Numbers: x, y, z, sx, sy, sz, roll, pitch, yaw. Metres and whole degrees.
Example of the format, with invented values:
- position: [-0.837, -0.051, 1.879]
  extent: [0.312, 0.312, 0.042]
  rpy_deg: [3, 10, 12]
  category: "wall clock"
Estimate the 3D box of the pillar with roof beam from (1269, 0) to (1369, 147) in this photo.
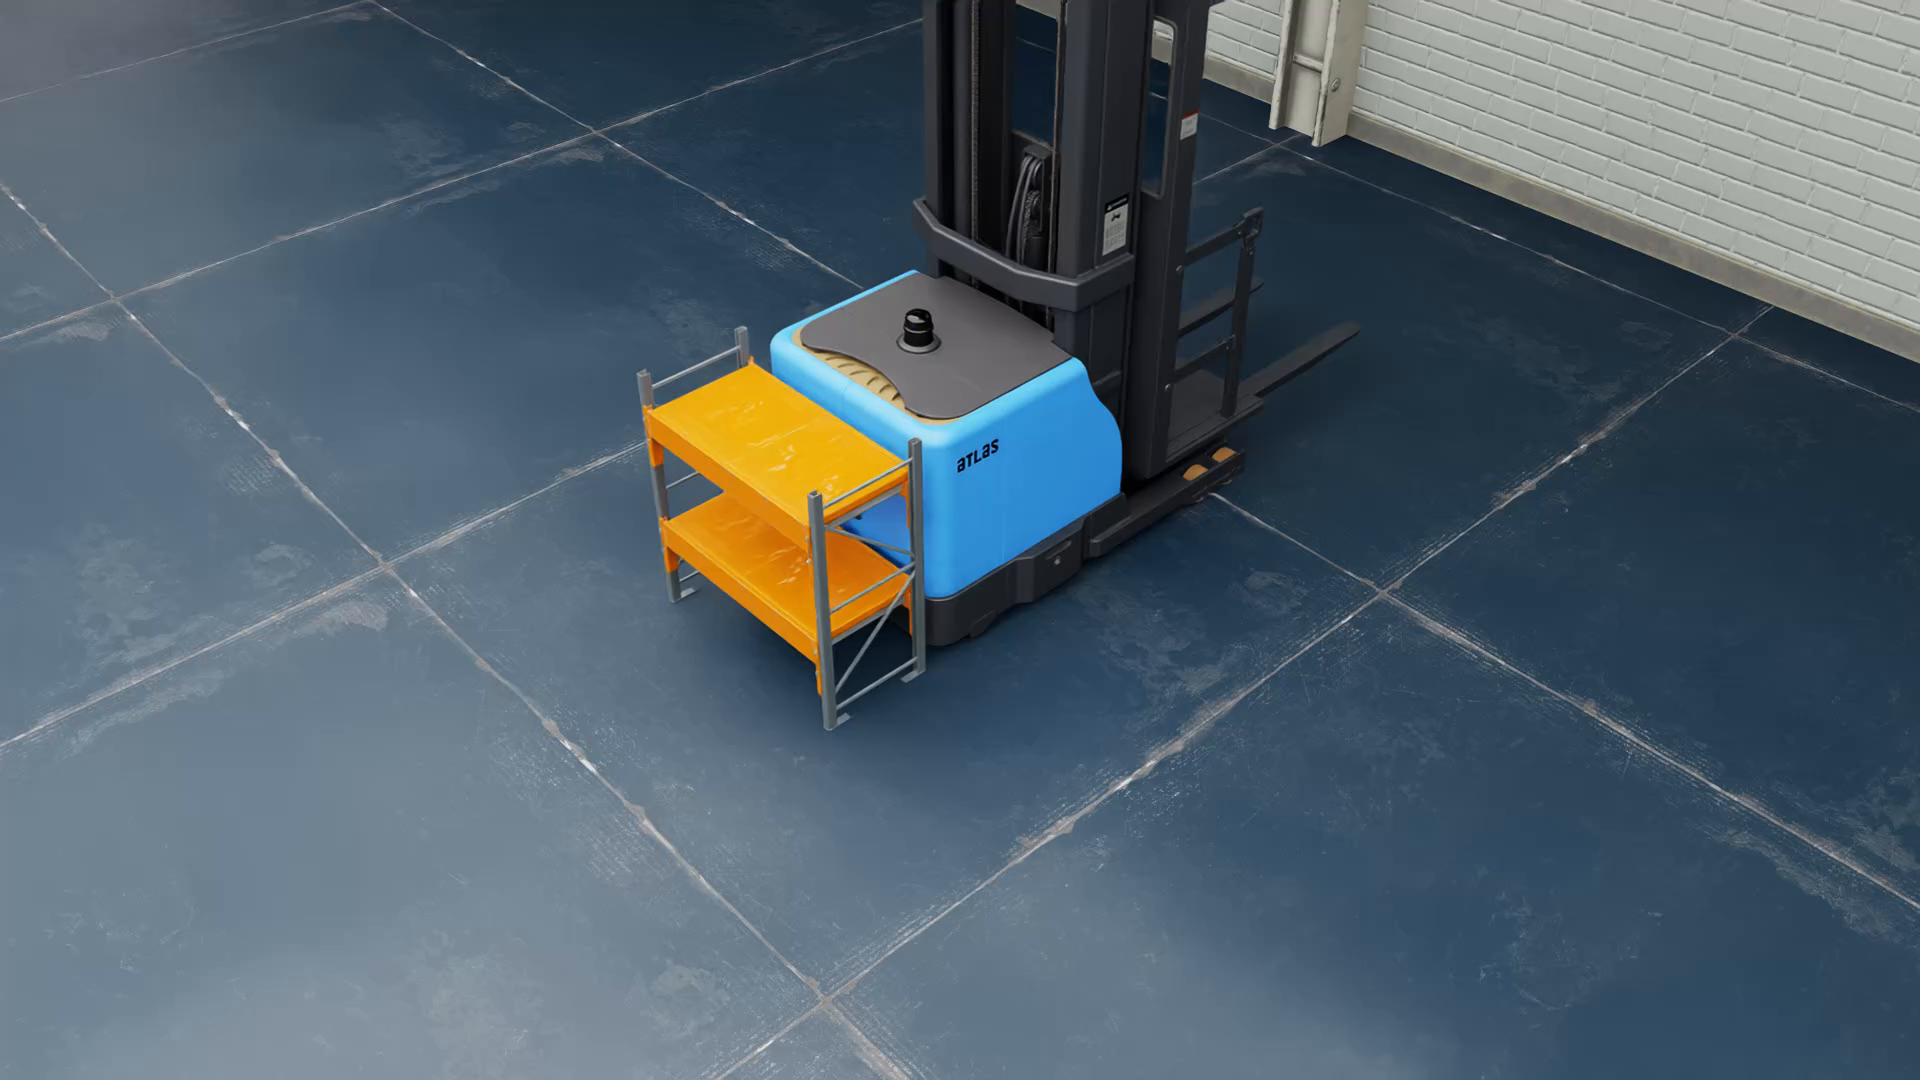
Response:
- position: [-0.984, -4.248, 5.347]
  extent: [9.100, 9.000, 0.400]
  rpy_deg: [-30, 48, -32]
  category: "pillar with roof beam"

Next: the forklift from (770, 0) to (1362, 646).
- position: [0.654, -1.526, 6.807]
  extent: [3.031, 2.935, 1.130]
  rpy_deg: [-31, 48, -32]
  category: "forklift"

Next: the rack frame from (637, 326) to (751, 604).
- position: [-1.020, -0.287, 6.710]
  extent: [0.500, 1.125, 0.032]
  rpy_deg: [-30, 48, -32]
  category: "rack frame"

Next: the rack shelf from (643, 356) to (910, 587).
- position: [-0.674, -0.280, 6.236]
  extent: [0.538, 0.278, 1.000]
  rpy_deg: [-30, 48, -32]
  category: "rack shelf"

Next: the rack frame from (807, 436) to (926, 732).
- position: [-0.328, 0.181, 6.130]
  extent: [0.500, 1.125, 0.032]
  rpy_deg: [-30, 48, -32]
  category: "rack frame"

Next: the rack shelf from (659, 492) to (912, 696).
- position: [-0.674, 0.138, 6.574]
  extent: [0.538, 0.278, 1.000]
  rpy_deg: [-30, 48, -32]
  category: "rack shelf"

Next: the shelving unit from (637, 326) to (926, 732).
- position: [-0.674, -0.053, 6.420]
  extent: [0.538, 1.125, 1.048]
  rpy_deg: [-30, 48, -32]
  category: "shelving unit"
